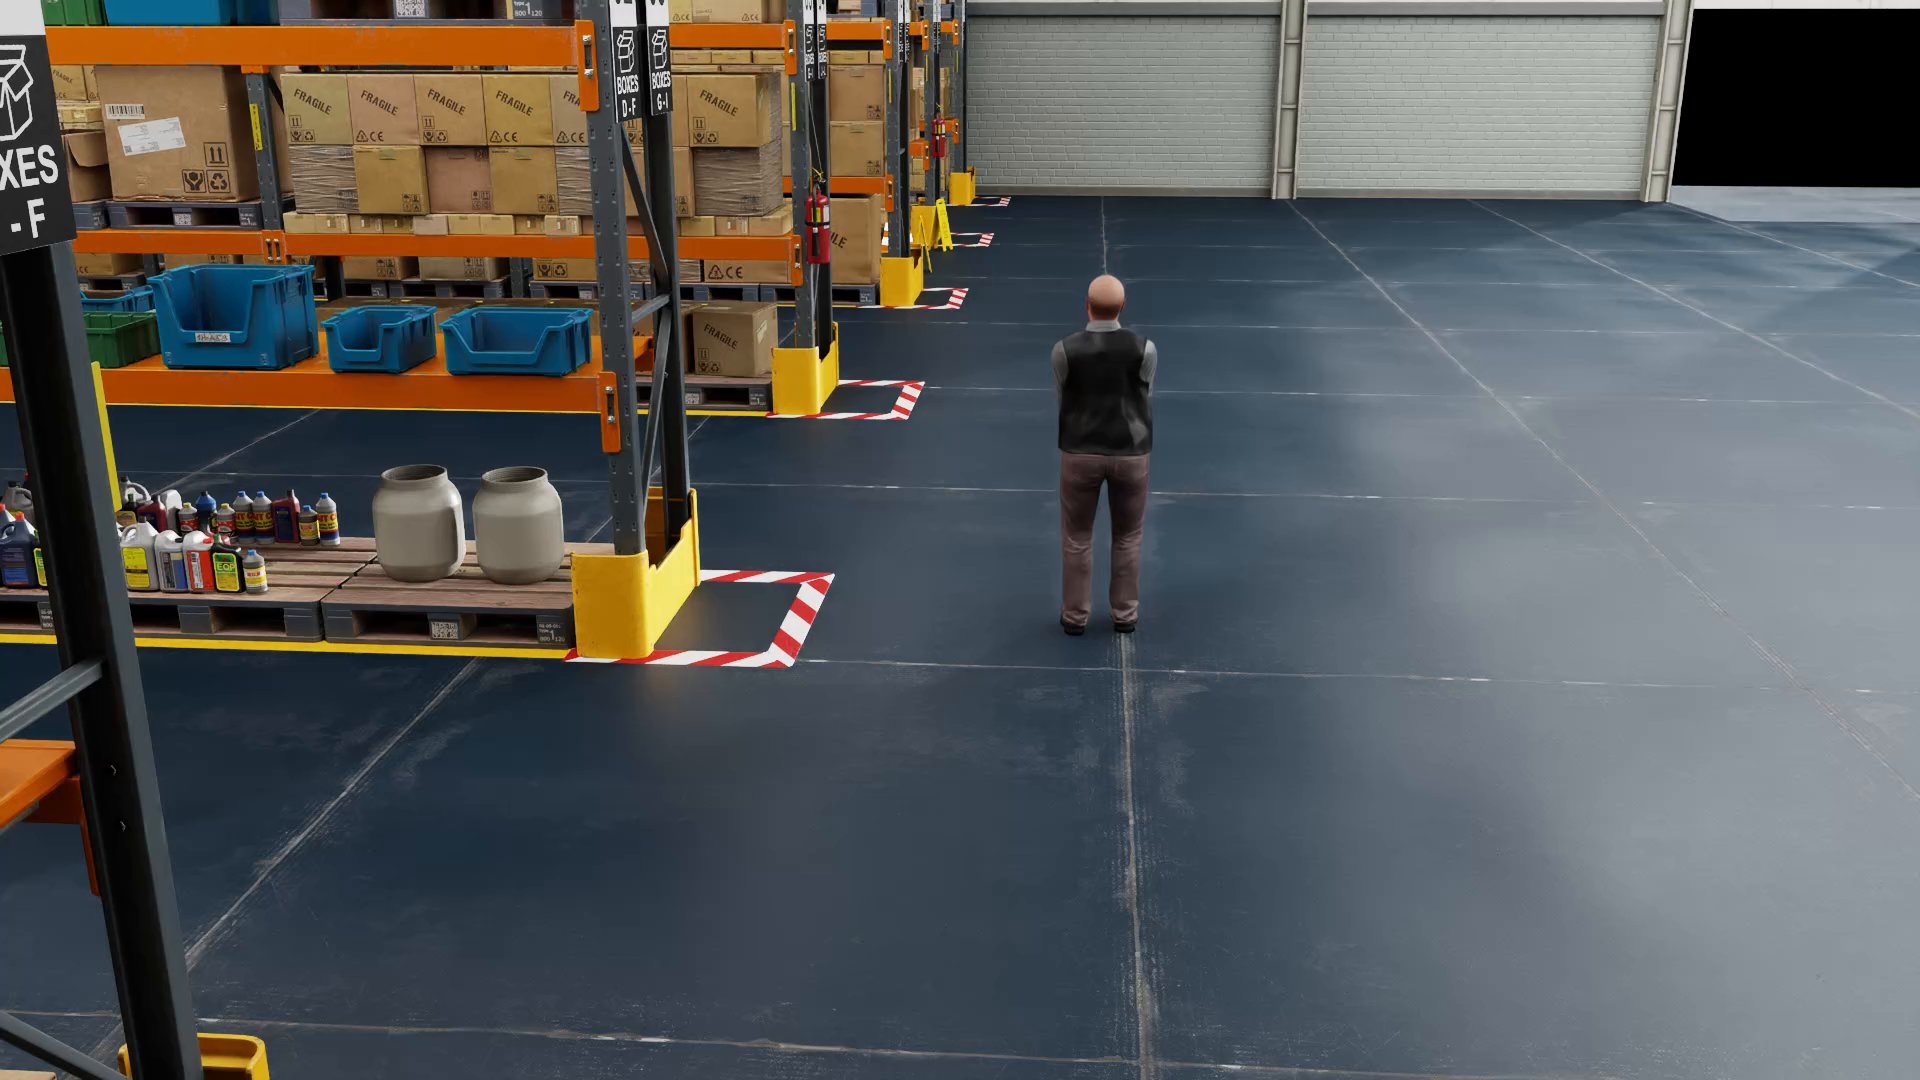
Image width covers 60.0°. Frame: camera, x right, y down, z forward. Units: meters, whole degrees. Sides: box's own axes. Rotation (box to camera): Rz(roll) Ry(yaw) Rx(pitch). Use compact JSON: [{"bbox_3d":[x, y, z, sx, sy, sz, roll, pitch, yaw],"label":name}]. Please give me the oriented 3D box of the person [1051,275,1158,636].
[{"bbox_3d":[0.672,-0.410,7.912,0.495,1.721,0.554,1,17,3],"label":"person"}]
